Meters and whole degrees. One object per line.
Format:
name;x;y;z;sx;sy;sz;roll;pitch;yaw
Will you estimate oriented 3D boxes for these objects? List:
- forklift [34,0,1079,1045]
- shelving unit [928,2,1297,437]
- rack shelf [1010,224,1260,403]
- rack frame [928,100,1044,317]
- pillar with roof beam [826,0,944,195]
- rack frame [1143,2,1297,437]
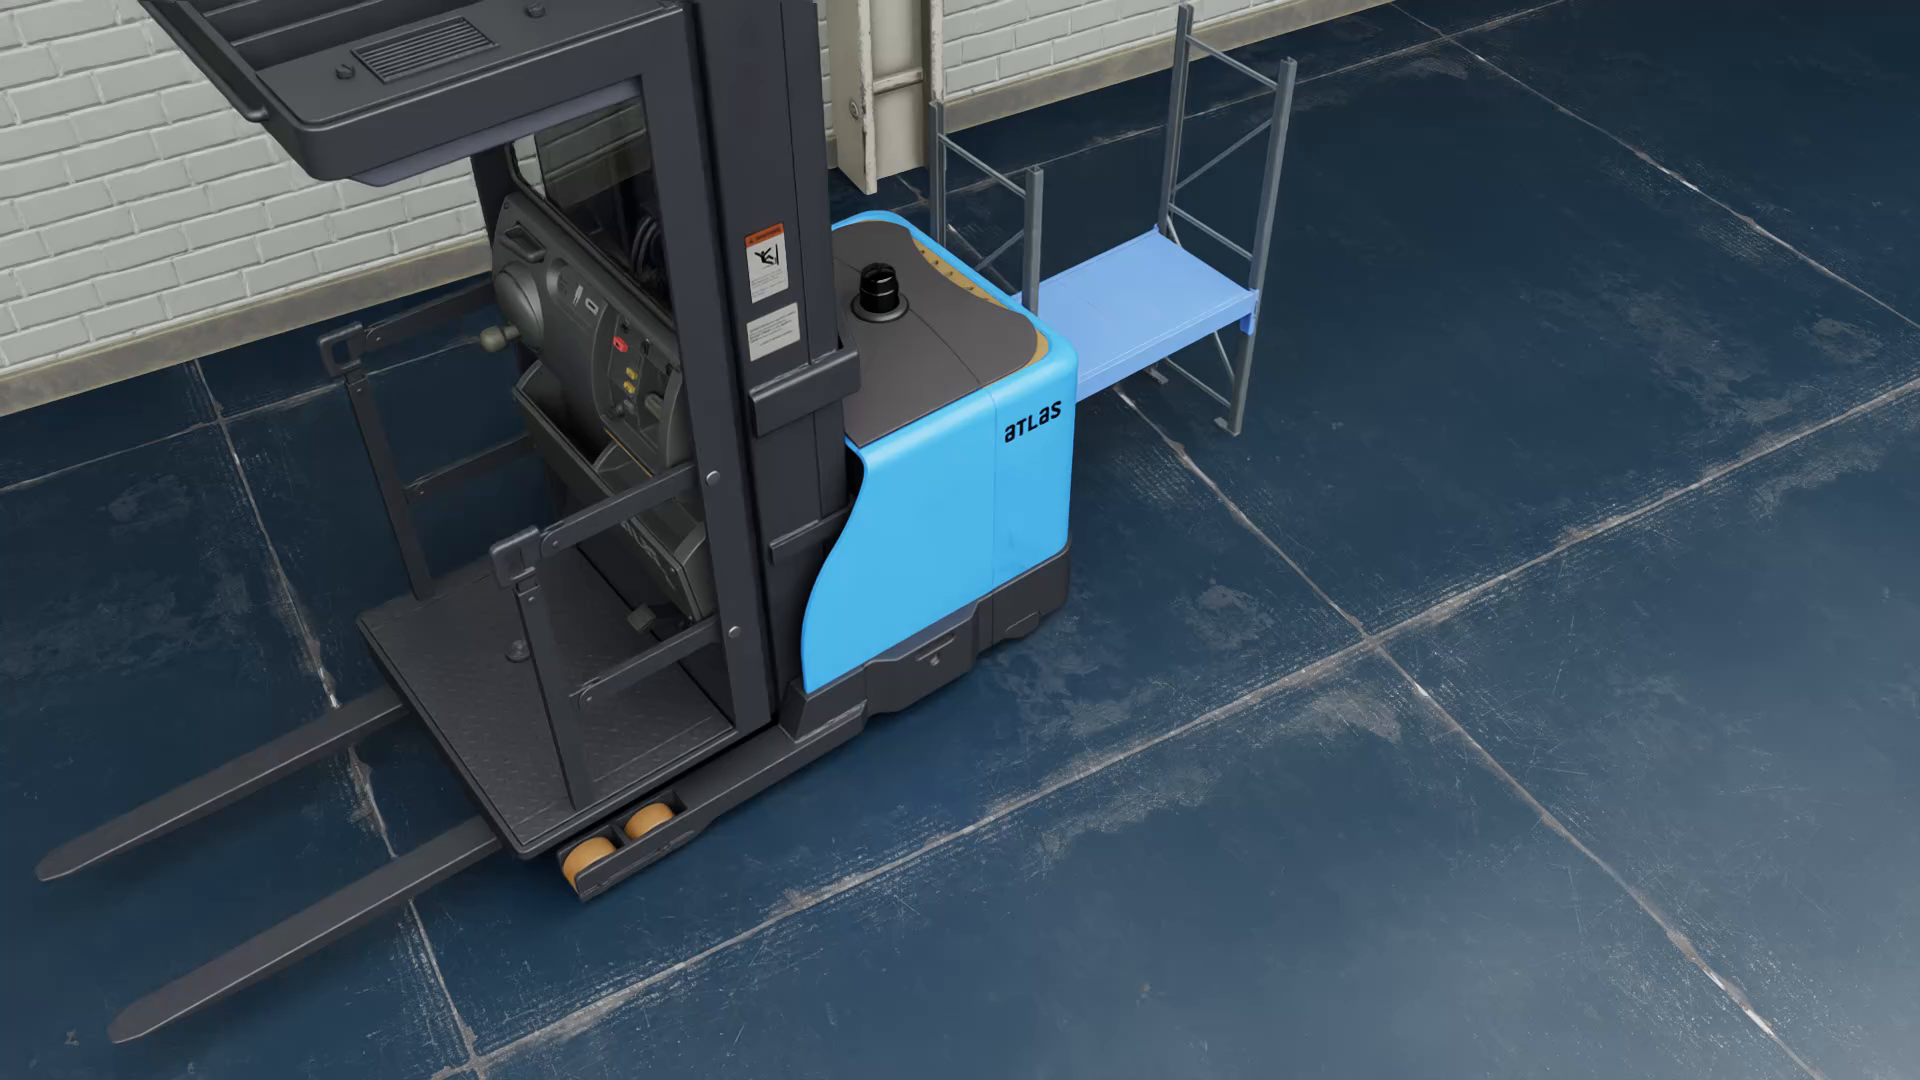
forklift;-1.116;-0.466;4.126;3.031;2.935;1.130;-28;51;-26
shelving unit;0.472;-0.845;5.544;1.048;1.500;0.538;-28;51;-26
rack shelf;0.472;-0.716;5.669;1.000;0.185;0.538;-28;51;-26
rack frame;0.070;-0.628;5.320;0.032;1.500;0.500;-28;51;-26
pillar with roof beam;1.828;-2.307;1.666;0.400;9.000;9.100;-22;48;-21
rack frame;0.873;-1.062;5.768;0.032;1.500;0.500;-28;51;-26
